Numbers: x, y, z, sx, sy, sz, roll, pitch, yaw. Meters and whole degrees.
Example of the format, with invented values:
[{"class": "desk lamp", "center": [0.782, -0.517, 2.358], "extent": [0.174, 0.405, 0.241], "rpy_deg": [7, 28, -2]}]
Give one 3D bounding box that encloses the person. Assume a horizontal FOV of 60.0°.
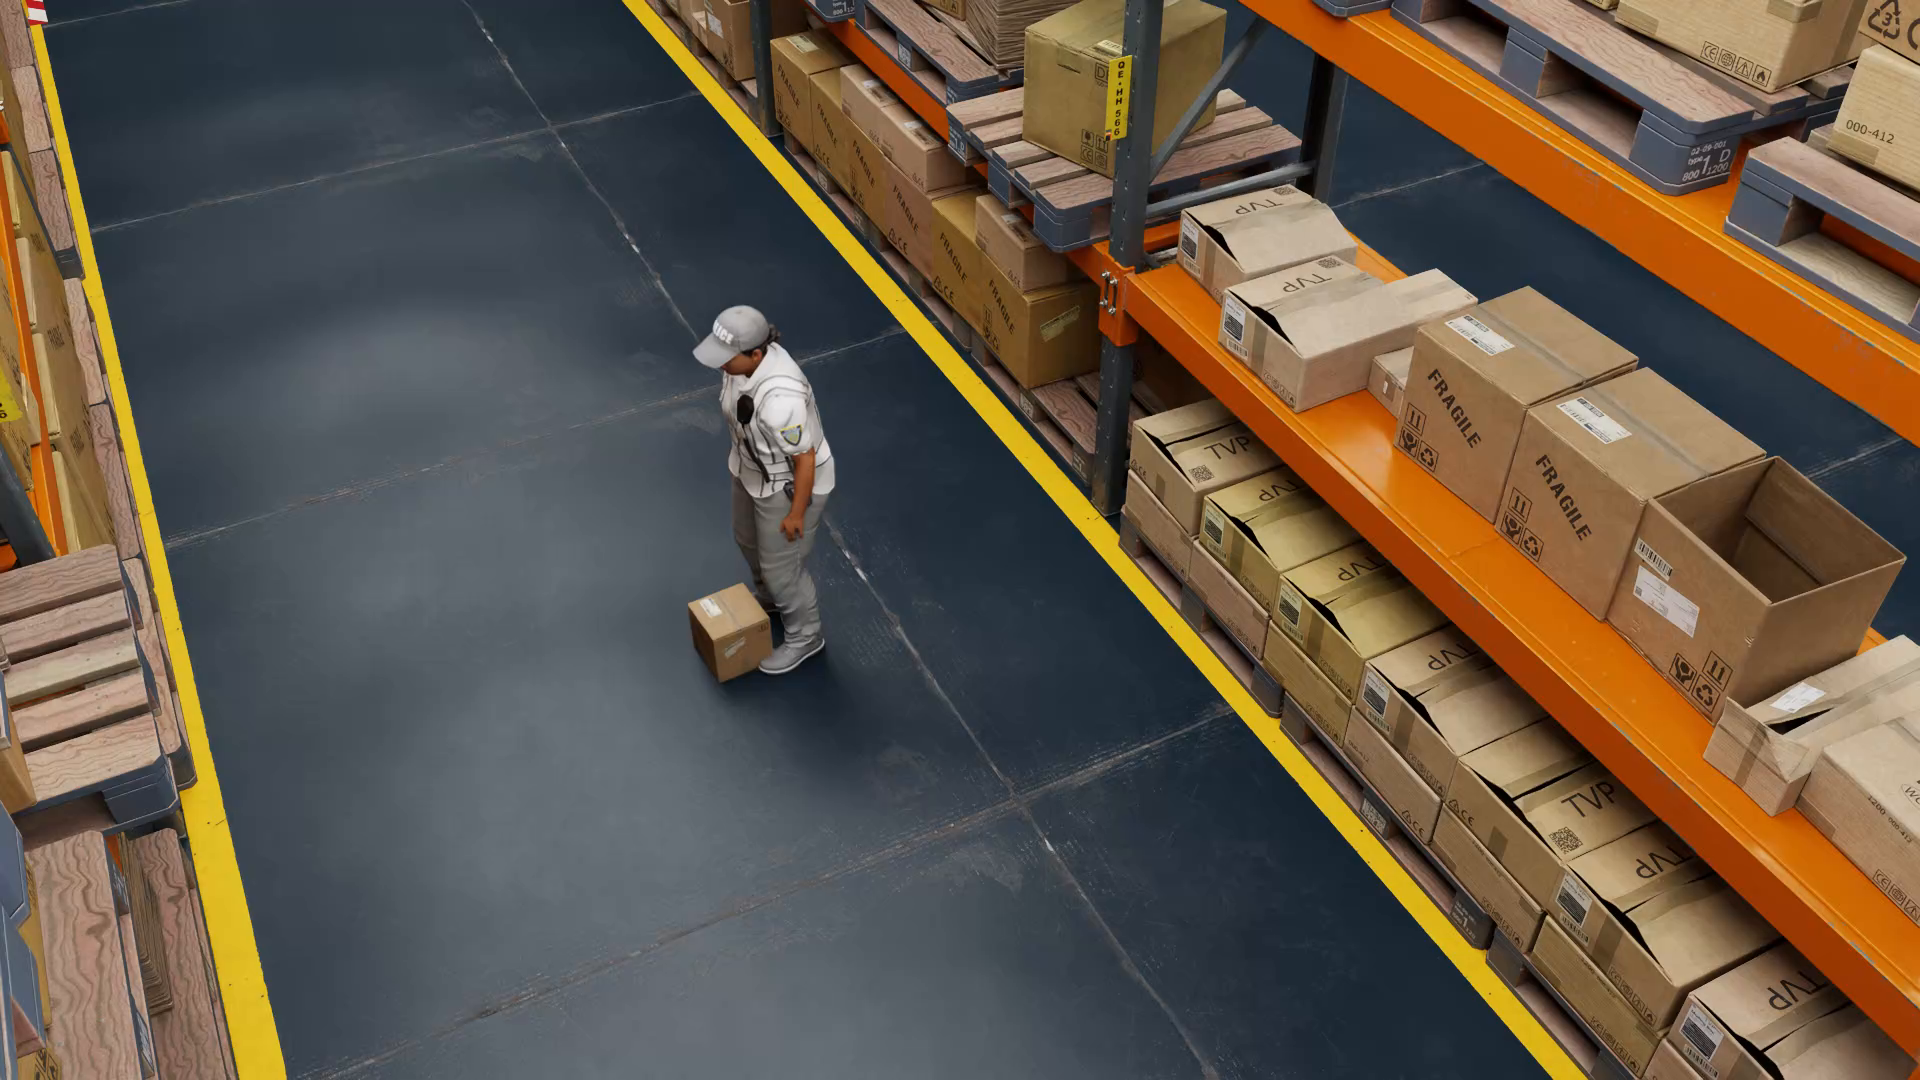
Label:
[{"class": "person", "center": [-0.744, -0.221, 6.405], "extent": [0.470, 1.664, 0.549], "rpy_deg": [-21, 46, -22]}]
